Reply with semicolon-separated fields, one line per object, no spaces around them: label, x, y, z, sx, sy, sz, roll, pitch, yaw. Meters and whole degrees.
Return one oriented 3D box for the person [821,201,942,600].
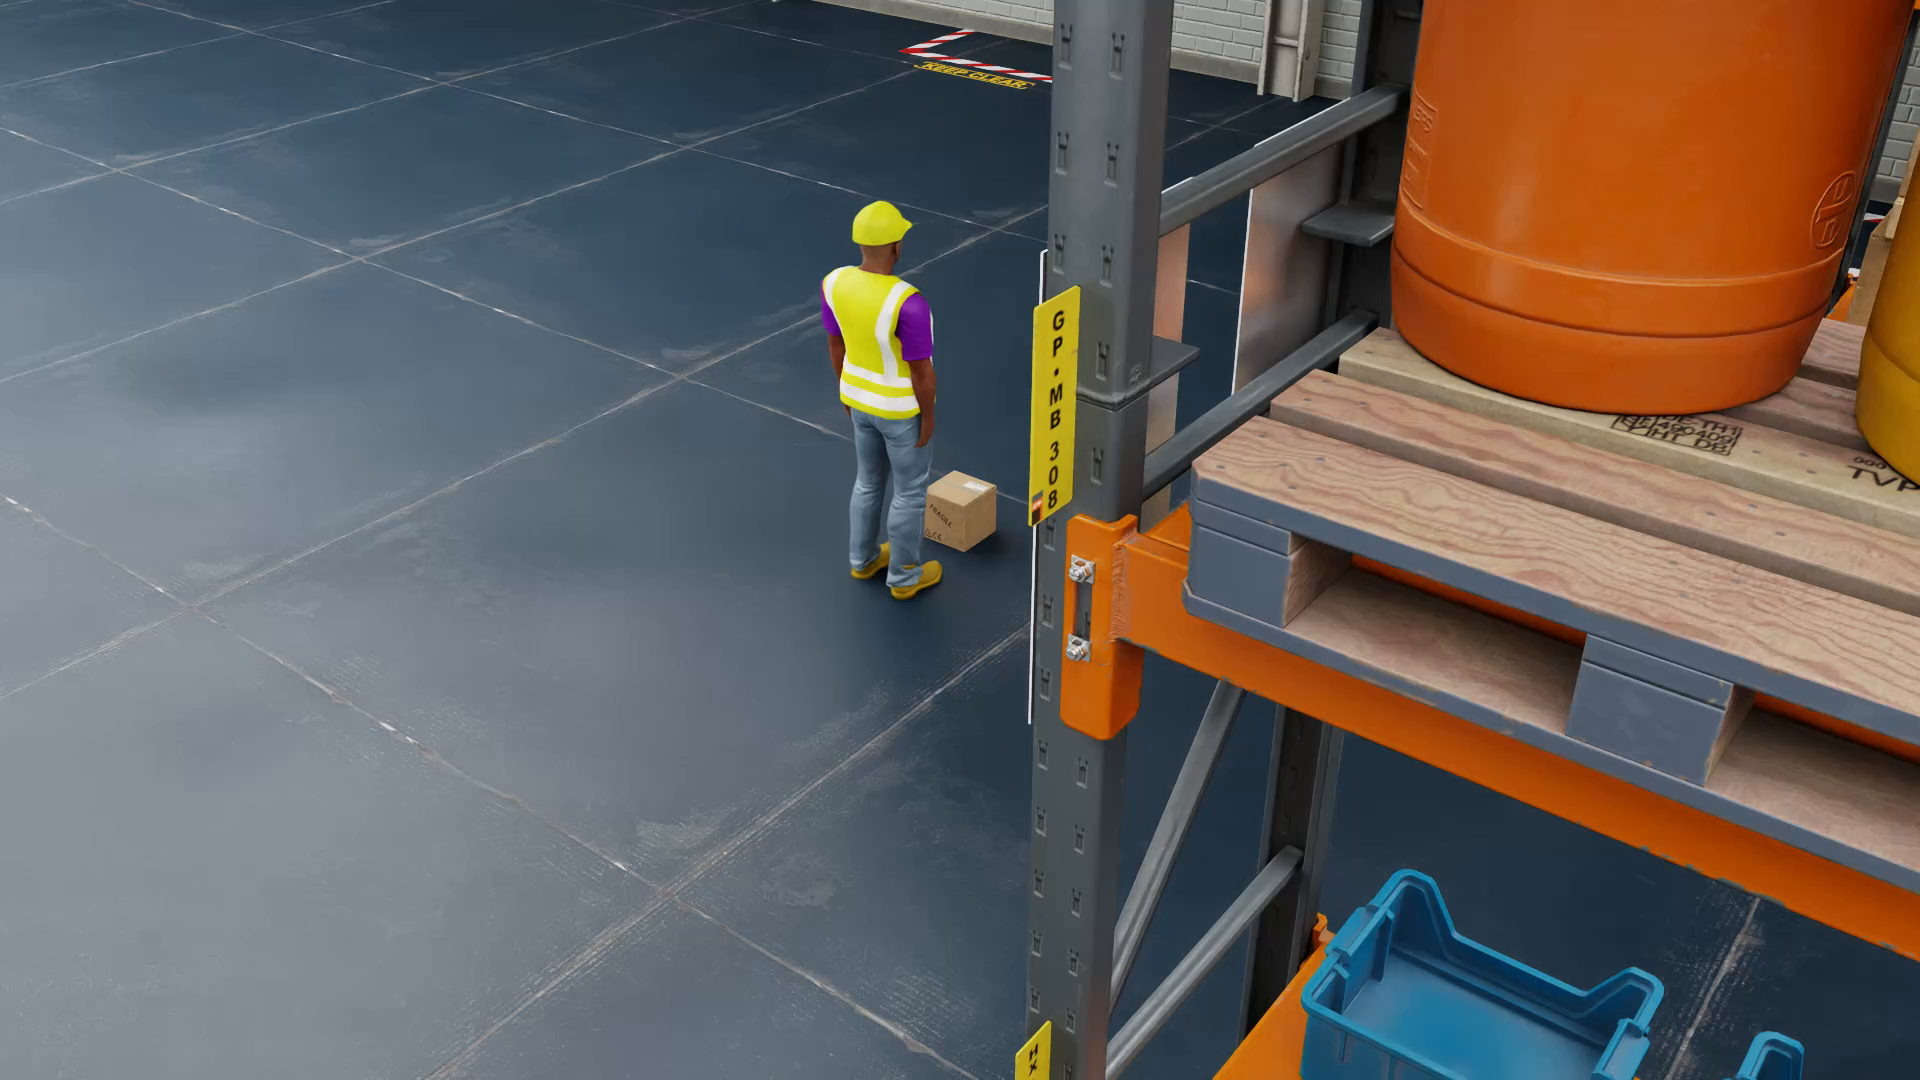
person;-0.315;-0.594;7.114;0.562;1.761;0.361;22;37;32
